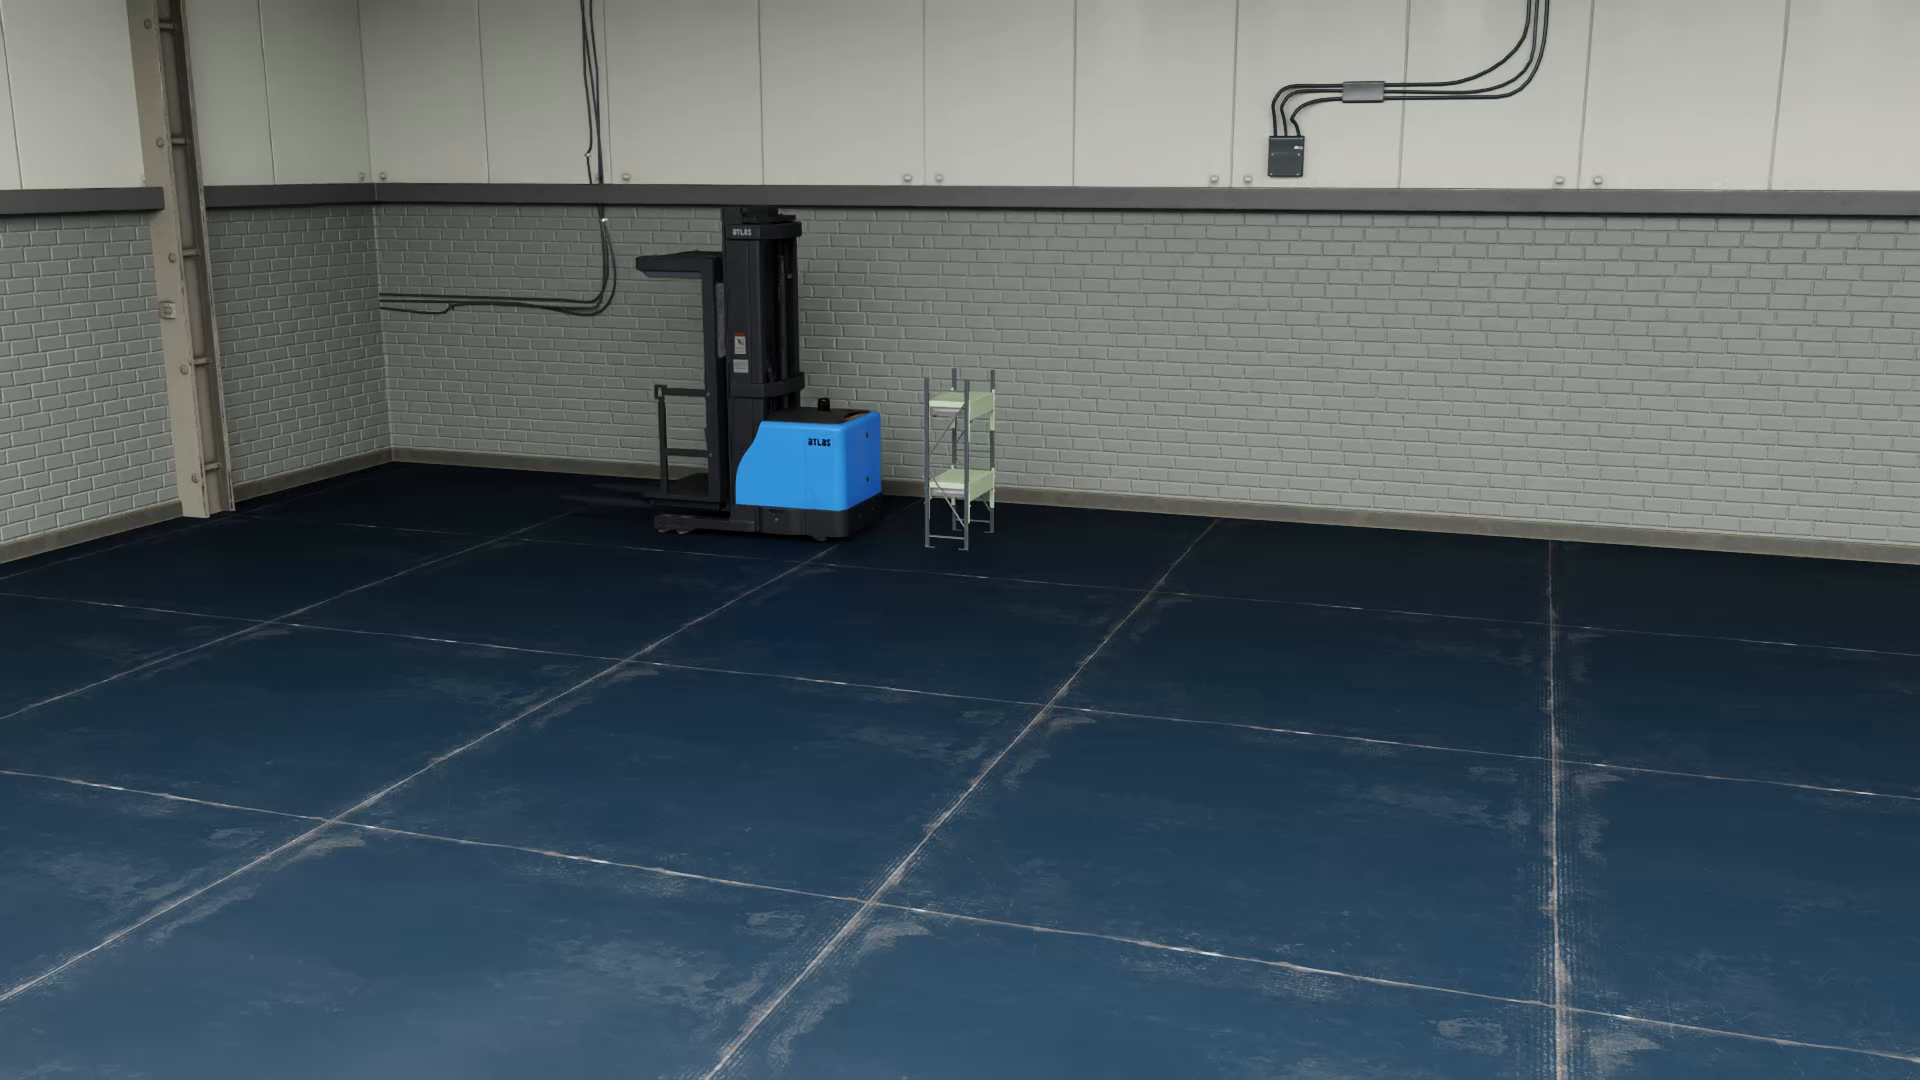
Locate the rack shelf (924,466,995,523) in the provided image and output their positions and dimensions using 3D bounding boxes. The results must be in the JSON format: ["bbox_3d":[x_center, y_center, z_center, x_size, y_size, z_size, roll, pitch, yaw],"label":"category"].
[{"bbox_3d":[0.002,-0.415,14.900,0.431,0.370,0.720,4,14,18],"label":"rack shelf"}]

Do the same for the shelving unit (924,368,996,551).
[{"bbox_3d":[0.002,-0.733,14.827,0.431,1.500,0.755,4,14,18],"label":"shelving unit"}]

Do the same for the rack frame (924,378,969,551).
[{"bbox_3d":[-0.116,-0.656,14.490,0.400,1.500,0.023,4,14,18],"label":"rack frame"}]

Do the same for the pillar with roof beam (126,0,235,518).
[{"bbox_3d":[-3.223,-4.340,13.781,9.100,9.000,0.400,4,14,18],"label":"pillar with roof beam"}]

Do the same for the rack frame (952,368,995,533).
[{"bbox_3d":[0.121,-0.810,15.165,0.400,1.500,0.023,4,14,18],"label":"rack frame"}]

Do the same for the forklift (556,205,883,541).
[{"bbox_3d":[-2.296,-1.589,15.365,3.031,2.935,1.130,4,14,18],"label":"forklift"}]

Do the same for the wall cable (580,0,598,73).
[{"bbox_3d":[-2.532,-5.929,16.370,3.097,2.526,0.112,4,14,18],"label":"wall cable"}]

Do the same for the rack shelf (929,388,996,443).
[{"bbox_3d":[0.002,-1.113,14.740,0.431,0.370,0.720,4,14,18],"label":"rack shelf"}]

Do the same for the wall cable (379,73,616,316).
[{"bbox_3d":[-5.092,-3.661,17.785,3.097,2.526,0.112,4,14,18],"label":"wall cable"}]

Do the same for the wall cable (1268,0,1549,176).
[{"bbox_3d":[3.886,-6.146,14.052,2.305,6.003,0.169,4,14,18],"label":"wall cable"}]
